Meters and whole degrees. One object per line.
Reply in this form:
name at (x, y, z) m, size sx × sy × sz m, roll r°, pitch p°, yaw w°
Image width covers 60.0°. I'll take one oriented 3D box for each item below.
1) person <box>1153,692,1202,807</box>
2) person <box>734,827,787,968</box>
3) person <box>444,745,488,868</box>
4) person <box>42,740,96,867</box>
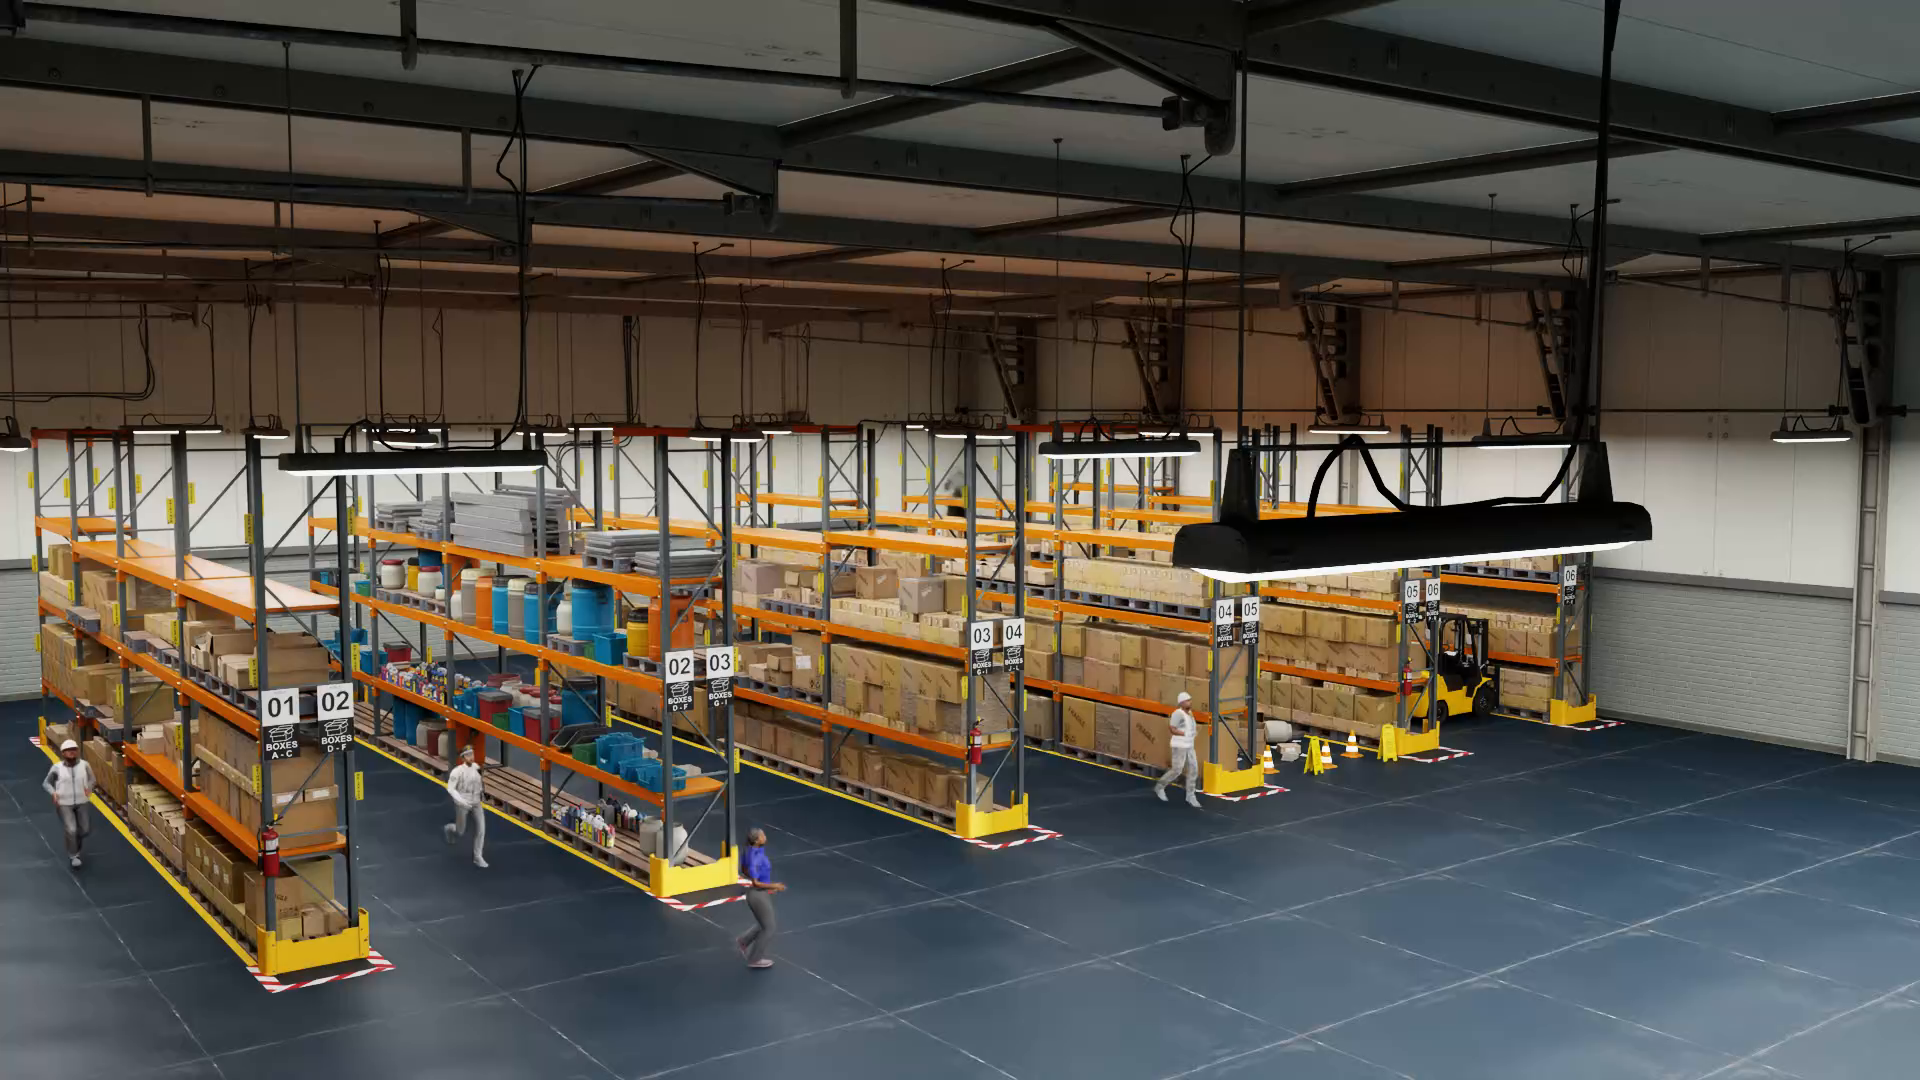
person at (3.540, 3.353, 26.724) m, size 0.820 × 1.827 × 0.706 m, roll 3°, pitch 5°, yaw 33°
person at (-2.268, 4.044, 18.855) m, size 0.575 × 1.606 × 0.571 m, roll -1°, pitch 5°, yaw -13°
person at (-6.907, 3.698, 23.284) m, size 0.602 × 1.682 × 0.946 m, roll -4°, pitch 6°, yaw -44°
person at (-12.391, 3.647, 23.180) m, size 0.664 × 1.729 × 0.725 m, roll -4°, pitch 6°, yaw -40°
